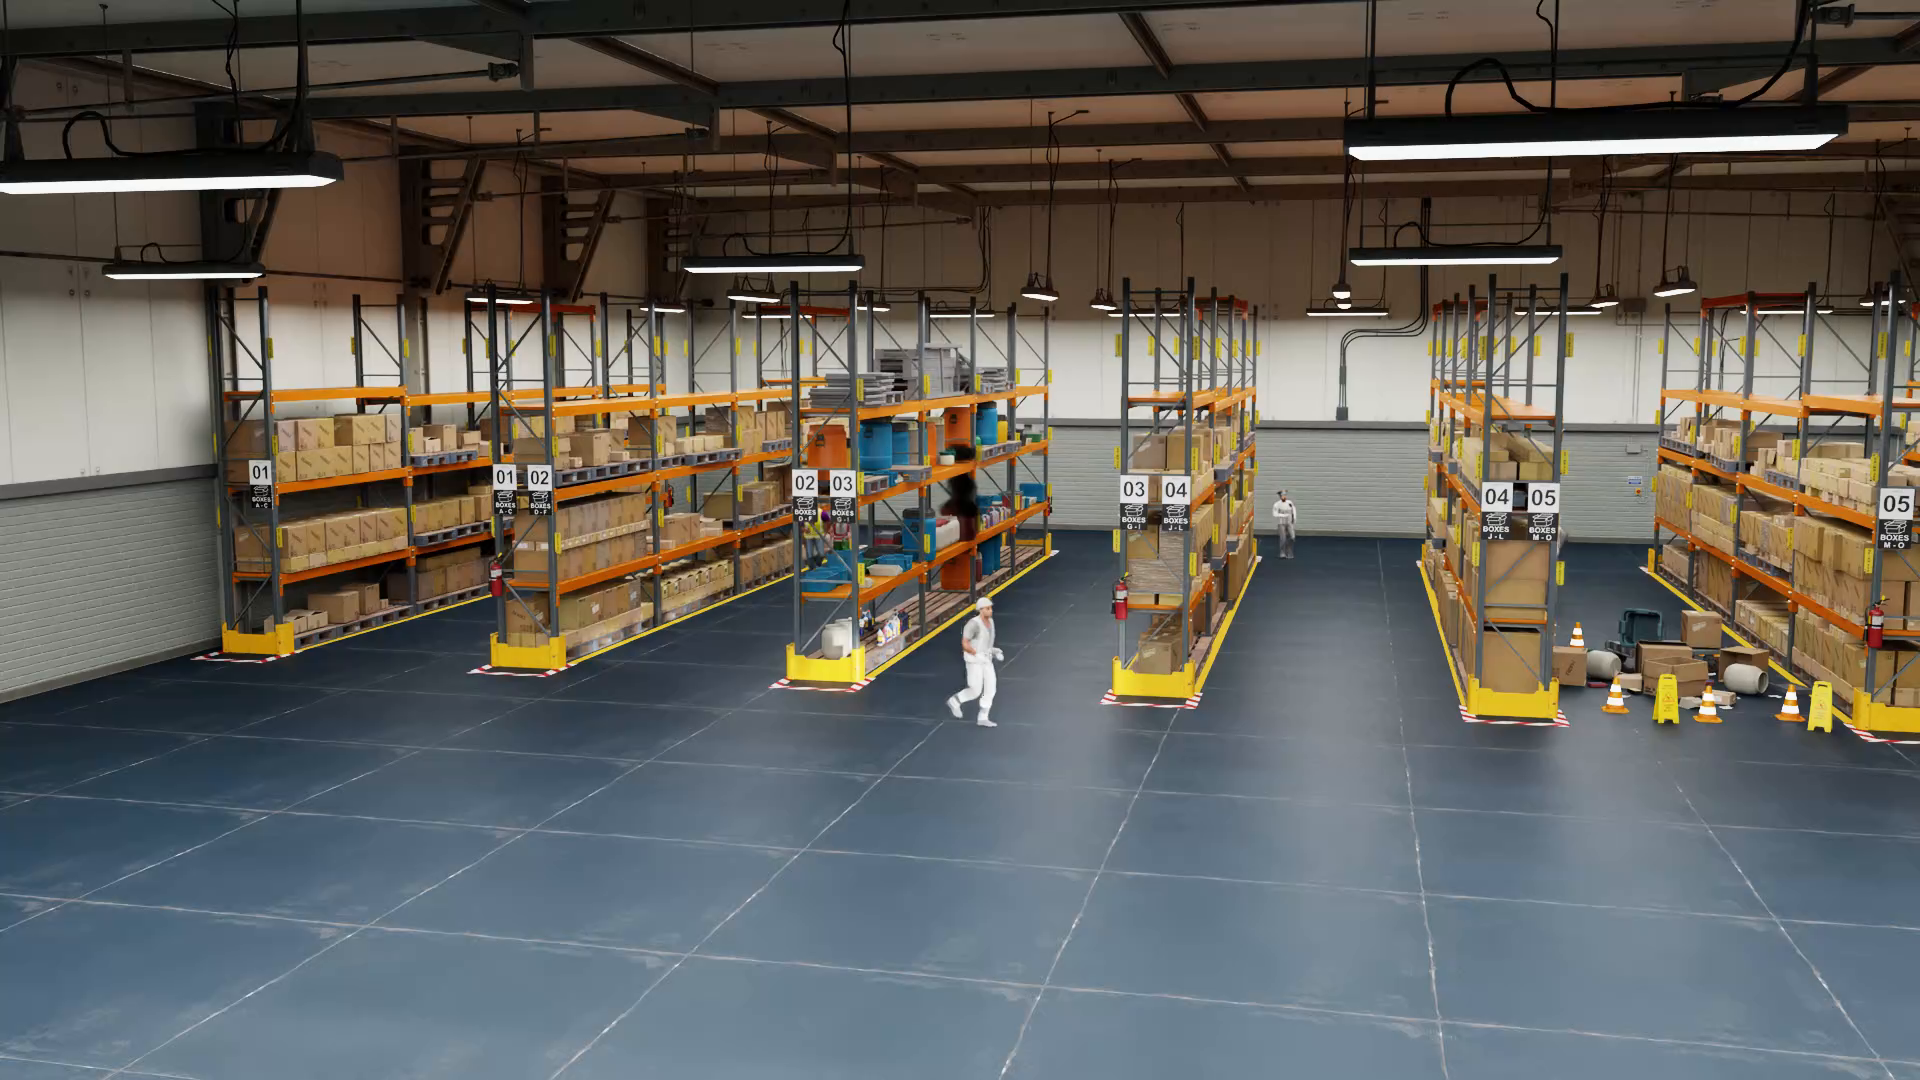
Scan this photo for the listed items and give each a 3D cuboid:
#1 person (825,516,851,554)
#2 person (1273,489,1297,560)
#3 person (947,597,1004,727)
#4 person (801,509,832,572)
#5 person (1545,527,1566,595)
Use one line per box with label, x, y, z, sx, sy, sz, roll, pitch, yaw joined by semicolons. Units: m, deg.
person;-2.586;0.031;36.076;0.659;1.710;0.768;-1;7;-6
person;7.736;-0.358;39.628;0.609;1.718;0.627;-1;7;-6
person;0.171;1.608;22.154;0.780;1.736;0.660;5;8;39
person;-3.002;-0.038;34.284;0.727;1.683;0.835;-1;7;-6
person;11.948;0.246;33.897;0.691;1.743;0.727;1;7;5
